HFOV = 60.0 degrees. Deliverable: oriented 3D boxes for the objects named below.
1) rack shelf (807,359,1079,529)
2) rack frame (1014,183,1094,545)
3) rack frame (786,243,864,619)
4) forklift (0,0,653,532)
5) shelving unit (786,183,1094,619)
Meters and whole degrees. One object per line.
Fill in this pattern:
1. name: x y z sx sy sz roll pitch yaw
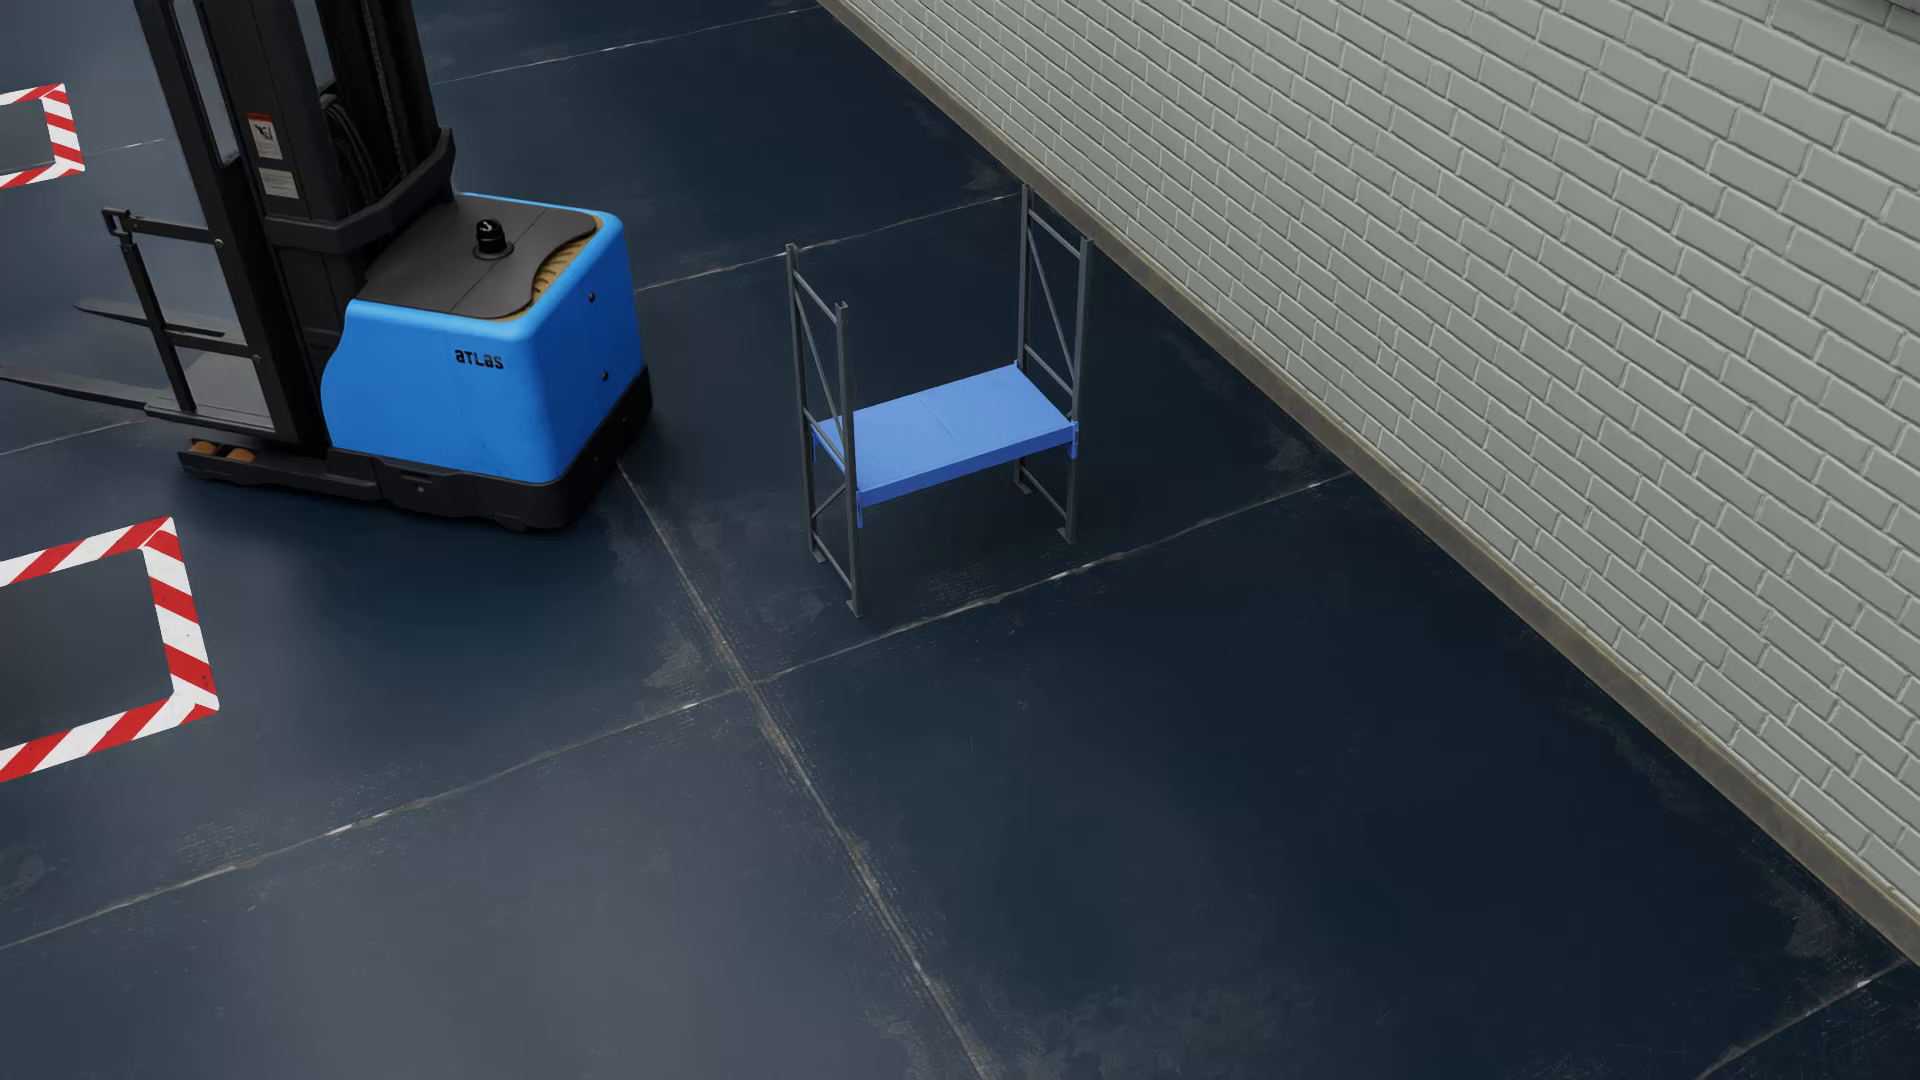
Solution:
1. rack shelf: -0.076 -0.410 6.852 1.000 0.185 0.538 -19 44 -21
2. rack frame: 0.375 -0.699 6.915 0.032 1.500 0.500 -19 44 -21
3. rack frame: -0.527 -0.395 6.556 0.032 1.500 0.500 -19 44 -21
4. forklift: -3.032 -1.683 6.970 3.031 2.935 1.130 10 41 12
5. shelving unit: -0.076 -0.547 6.735 1.048 1.500 0.538 -19 44 -21
